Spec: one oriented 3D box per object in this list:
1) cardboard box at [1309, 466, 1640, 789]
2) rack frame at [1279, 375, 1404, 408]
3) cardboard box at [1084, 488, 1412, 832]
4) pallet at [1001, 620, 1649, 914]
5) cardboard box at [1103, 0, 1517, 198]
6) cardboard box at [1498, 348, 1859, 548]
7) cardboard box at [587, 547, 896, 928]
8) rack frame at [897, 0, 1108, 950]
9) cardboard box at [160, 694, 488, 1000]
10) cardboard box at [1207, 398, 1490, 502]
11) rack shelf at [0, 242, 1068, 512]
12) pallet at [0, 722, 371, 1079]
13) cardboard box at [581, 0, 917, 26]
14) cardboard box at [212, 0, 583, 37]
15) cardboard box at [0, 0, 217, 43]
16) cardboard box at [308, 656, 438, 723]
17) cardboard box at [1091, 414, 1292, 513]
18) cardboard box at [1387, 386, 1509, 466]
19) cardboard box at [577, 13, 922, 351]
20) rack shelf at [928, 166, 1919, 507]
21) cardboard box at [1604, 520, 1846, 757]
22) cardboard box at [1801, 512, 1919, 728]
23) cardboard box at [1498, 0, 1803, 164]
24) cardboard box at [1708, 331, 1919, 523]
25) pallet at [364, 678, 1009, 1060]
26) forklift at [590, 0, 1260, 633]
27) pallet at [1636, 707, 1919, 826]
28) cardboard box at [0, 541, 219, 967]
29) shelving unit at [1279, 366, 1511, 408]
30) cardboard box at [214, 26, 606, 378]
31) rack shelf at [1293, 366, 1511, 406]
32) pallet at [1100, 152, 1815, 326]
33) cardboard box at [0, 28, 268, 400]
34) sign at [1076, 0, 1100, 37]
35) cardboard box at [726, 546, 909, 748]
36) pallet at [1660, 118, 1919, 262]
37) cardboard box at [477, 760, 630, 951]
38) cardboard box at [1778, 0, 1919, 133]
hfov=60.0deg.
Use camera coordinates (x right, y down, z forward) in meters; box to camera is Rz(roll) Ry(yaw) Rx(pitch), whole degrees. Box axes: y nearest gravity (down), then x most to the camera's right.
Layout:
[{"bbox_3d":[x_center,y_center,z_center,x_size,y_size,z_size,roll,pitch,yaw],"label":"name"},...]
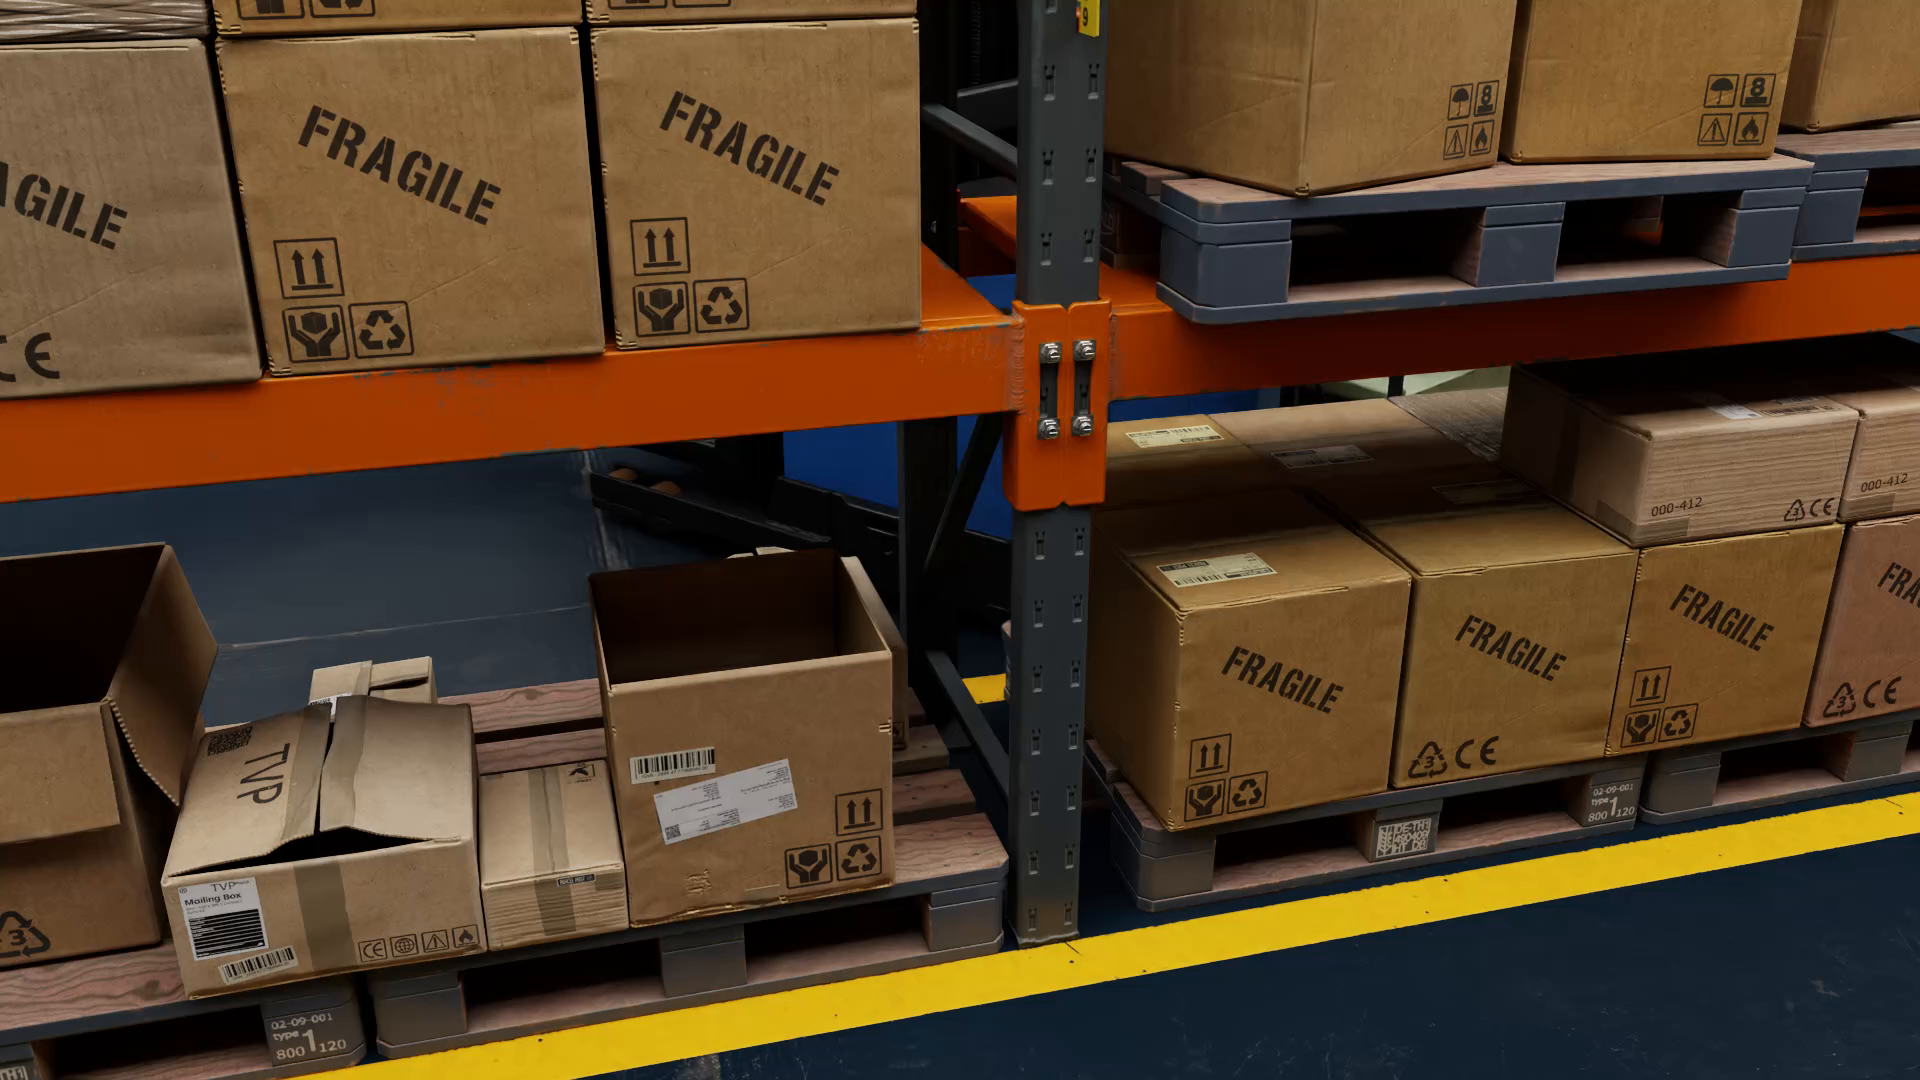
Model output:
[{"bbox_3d":[1.087,0.173,3.654,0.500,0.500,0.500,-6,24,-14],"label":"cardboard box"},{"bbox_3d":[1.107,-0.611,4.772,0.023,1.500,0.400,-20,30,-39],"label":"rack frame"},{"bbox_3d":[0.576,0.234,3.512,0.500,0.500,0.500,-7,24,-17],"label":"cardboard box"},{"bbox_3d":[0.818,0.427,3.986,1.213,0.211,1.003,-6,24,-14],"label":"pallet"},{"bbox_3d":[0.561,-0.958,3.018,0.500,0.500,0.700,-16,28,-32],"label":"cardboard box"},{"bbox_3d":[1.539,-0.217,3.612,0.500,0.250,0.500,-6,24,-14],"label":"cardboard box"},{"bbox_3d":[-0.427,0.362,3.215,0.500,0.500,0.500,-6,24,-14],"label":"cardboard box"},{"bbox_3d":[0.045,-0.753,3.201,0.127,3.000,1.000,-6,24,-14],"label":"rack frame"},{"bbox_3d":[-1.149,0.529,3.066,0.500,0.311,0.500,-6,24,-14],"label":"cardboard box"},{"bbox_3d":[0.921,-0.017,4.098,0.500,0.500,0.500,-6,24,-14],"label":"cardboard box"},{"bbox_3d":[-1.881,-0.209,2.846,4.000,0.370,1.077,-6,24,-14],"label":"rack shelf"},{"bbox_3d":[-1.793,0.733,3.275,1.213,0.211,1.003,-6,24,-14],"label":"pallet"},{"bbox_3d":[-0.372,-1.106,2.629,0.500,0.500,0.500,-6,24,-14],"label":"cardboard box"},{"bbox_3d":[-0.865,-1.051,2.500,0.500,0.500,0.500,-7,24,-15],"label":"cardboard box"},{"bbox_3d":[-1.350,-0.997,2.375,0.500,0.500,0.500,-6,24,-14],"label":"cardboard box"},{"bbox_3d":[-1.248,0.405,3.537,0.250,0.166,0.380,-6,24,-14],"label":"cardboard box"},{"bbox_3d":[0.443,0.032,3.983,0.500,0.500,0.500,-6,24,-15],"label":"cardboard box"},{"bbox_3d":[1.404,-0.071,4.223,0.500,0.500,0.500,-6,24,-14],"label":"cardboard box"},{"bbox_3d":[-0.367,-0.648,2.830,0.500,0.500,0.500,-6,24,-13],"label":"cardboard box"},{"bbox_3d":[1.971,-0.635,3.839,4.000,0.370,1.077,-6,24,-14],"label":"rack shelf"},{"bbox_3d":[1.570,0.123,3.771,0.500,0.500,0.500,-6,24,-14],"label":"cardboard box"},{"bbox_3d":[2.057,0.069,3.896,0.500,0.500,0.500,-7,24,-16],"label":"cardboard box"},{"bbox_3d":[1.206,-1.055,3.245,0.500,0.500,0.700,-3,23,-6],"label":"cardboard box"},{"bbox_3d":[2.022,-0.270,3.737,0.500,0.250,0.500,-7,24,-15],"label":"cardboard box"},{"bbox_3d":[-0.617,0.601,3.581,1.213,0.211,1.003,-6,24,-14],"label":"pallet"},{"bbox_3d":[-0.578,-1.515,5.064,3.031,2.935,1.130,16,28,33],"label":"forklift"},{"bbox_3d":[1.995,0.296,4.292,1.213,0.211,1.003,-6,24,-14],"label":"pallet"},{"bbox_3d":[-1.763,0.394,3.136,0.637,0.503,0.797,-6,24,-14],"label":"cardboard box"},{"bbox_3d":[1.373,-0.710,5.002,0.755,1.500,0.431,-20,30,-39],"label":"shelving unit"},{"bbox_3d":[-0.863,-0.593,2.701,0.500,0.500,0.500,-6,24,-13],"label":"cardboard box"},{"bbox_3d":[1.373,-0.410,5.131,0.720,0.370,0.431,-20,30,-39],"label":"rack shelf"},{"bbox_3d":[0.844,-0.708,3.341,1.213,0.211,1.003,-6,24,-14],"label":"pallet"},{"bbox_3d":[-1.357,-0.537,2.571,0.500,0.500,0.500,-6,24,-13],"label":"cardboard box"},{"bbox_3d":[0.199,-0.946,2.552,0.005,0.325,0.100,-6,24,-14],"label":"sign"},{"bbox_3d":[-0.418,0.243,3.732,0.500,0.311,0.500,-6,24,-14],"label":"cardboard box"},{"bbox_3d":[2.025,-0.882,3.745,1.213,0.211,1.003,-6,24,-14],"label":"pallet"},{"bbox_3d":[-0.772,0.586,3.138,0.250,0.149,0.380,-6,24,-14],"label":"cardboard box"},{"bbox_3d":[1.729,-1.204,3.592,0.500,0.500,0.700,-13,26,-28],"label":"cardboard box"}]
